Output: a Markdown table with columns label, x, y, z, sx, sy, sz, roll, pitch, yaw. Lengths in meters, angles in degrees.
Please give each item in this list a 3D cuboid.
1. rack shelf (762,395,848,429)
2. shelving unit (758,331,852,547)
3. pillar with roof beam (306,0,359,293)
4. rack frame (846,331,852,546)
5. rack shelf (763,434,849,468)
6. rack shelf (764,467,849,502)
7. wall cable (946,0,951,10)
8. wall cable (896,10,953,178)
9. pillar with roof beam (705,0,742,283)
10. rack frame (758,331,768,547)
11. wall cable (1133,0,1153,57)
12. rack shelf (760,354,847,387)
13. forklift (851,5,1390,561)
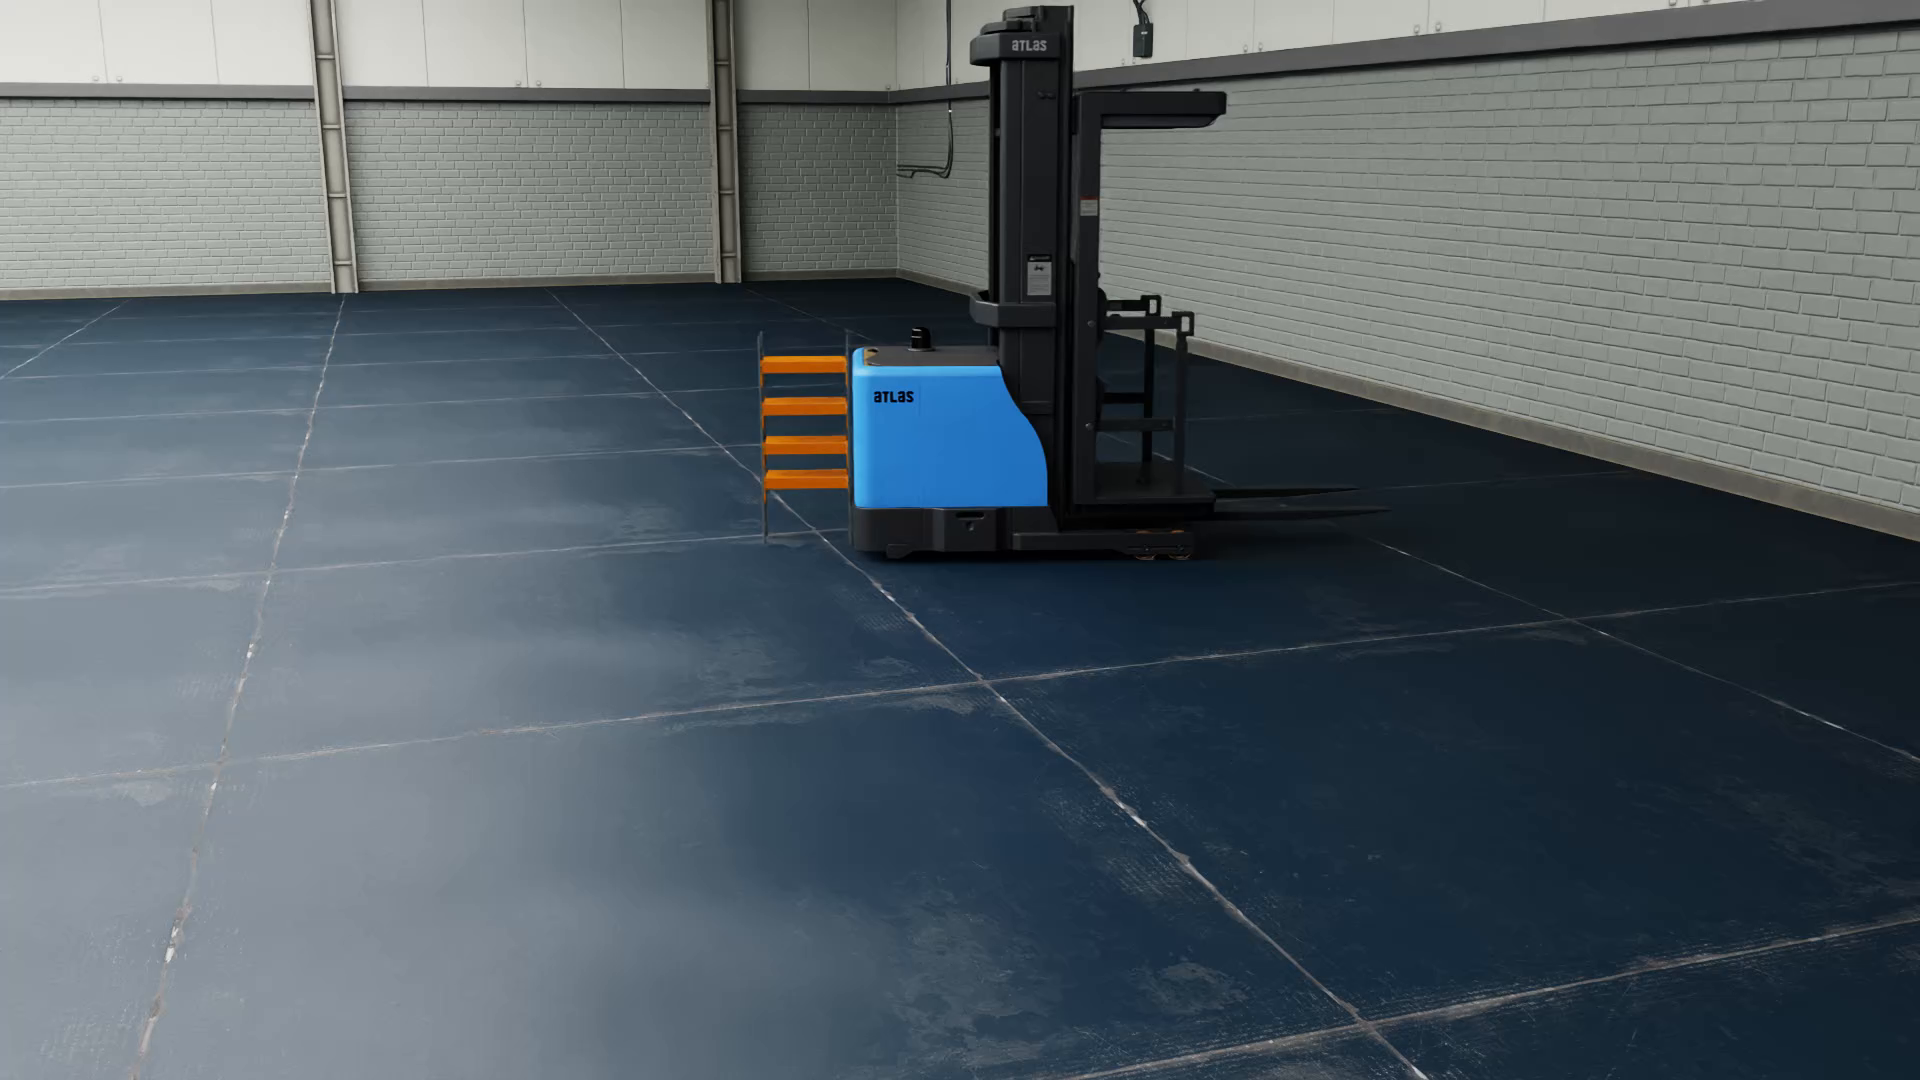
| label | x | y | z | sx | sy | sz | roll | pitch | yaw |
| --- | --- | --- | --- | --- | --- | --- | --- | --- | --- |
| rack shelf | -0.876 | -0.729 | 9.437 | 0.480 | 0.148 | 0.258 | -1 | 13 | -3 |
| shelving unit | -0.876 | -0.576 | 9.473 | 0.503 | 1.200 | 0.258 | -1 | 13 | -3 |
| pillar with roof beam | -8.172 | -7.283 | 20.815 | 0.400 | 9.000 | 9.100 | -4 | 14 | -18 |
| rack frame | -0.633 | -0.580 | 9.488 | 0.015 | 1.200 | 0.240 | -1 | 13 | -3 |
| rack shelf | -0.876 | -0.511 | 9.489 | 0.480 | 0.148 | 0.258 | -1 | 13 | -3 |
| rack shelf | -0.876 | -0.318 | 9.535 | 0.480 | 0.148 | 0.258 | -1 | 13 | -3 |
| wall cable | 0.218 | -8.951 | 23.622 | 0.112 | 2.526 | 3.097 | -4 | 14 | -18 |
| wall cable | -0.645 | -7.087 | 26.700 | 0.112 | 2.526 | 3.097 | -4 | 14 | -18 |
| pillar with roof beam | -2.486 | -7.726 | 22.677 | 0.400 | 9.000 | 9.100 | -4 | 14 | -18 |
| rack frame | -1.120 | -0.573 | 9.458 | 0.015 | 1.200 | 0.240 | -1 | 13 | -3 |
| wall cable | 2.368 | -8.169 | 17.189 | 0.169 | 6.003 | 2.305 | -4 | 14 | -18 |
| rack shelf | -0.876 | -0.959 | 9.382 | 0.480 | 0.148 | 0.258 | -1 | 13 | -3 |
| forklift | 0.897 | -1.433 | 9.334 | 3.031 | 2.935 | 1.130 | -1 | 13 | -4 |
